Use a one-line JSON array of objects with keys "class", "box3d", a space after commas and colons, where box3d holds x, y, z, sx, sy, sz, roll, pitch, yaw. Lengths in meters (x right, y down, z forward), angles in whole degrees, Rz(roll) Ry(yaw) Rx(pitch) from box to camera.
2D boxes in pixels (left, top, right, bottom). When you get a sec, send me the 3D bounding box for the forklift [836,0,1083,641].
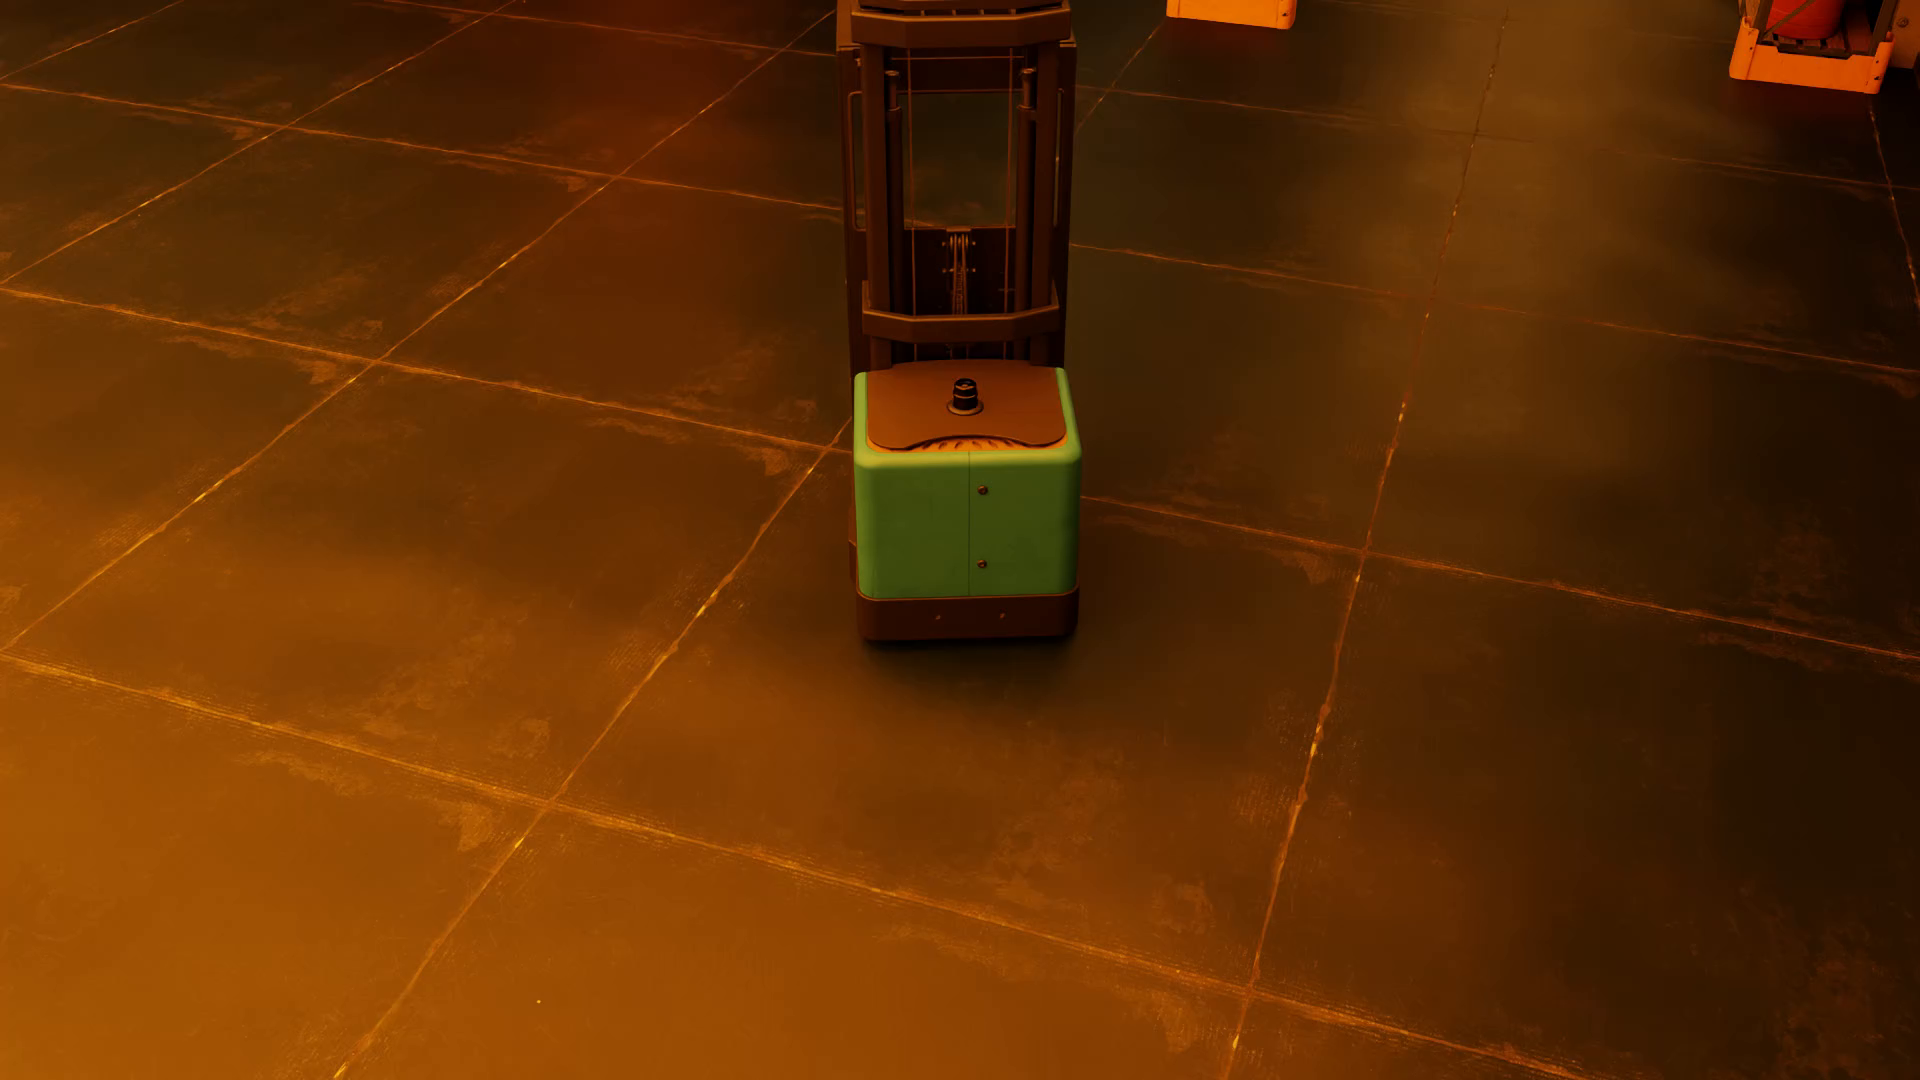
[{"class": "forklift", "box3d": [-0.029, -1.547, 8.293, 1.130, 2.935, 3.031, -2, 35, -2]}]
